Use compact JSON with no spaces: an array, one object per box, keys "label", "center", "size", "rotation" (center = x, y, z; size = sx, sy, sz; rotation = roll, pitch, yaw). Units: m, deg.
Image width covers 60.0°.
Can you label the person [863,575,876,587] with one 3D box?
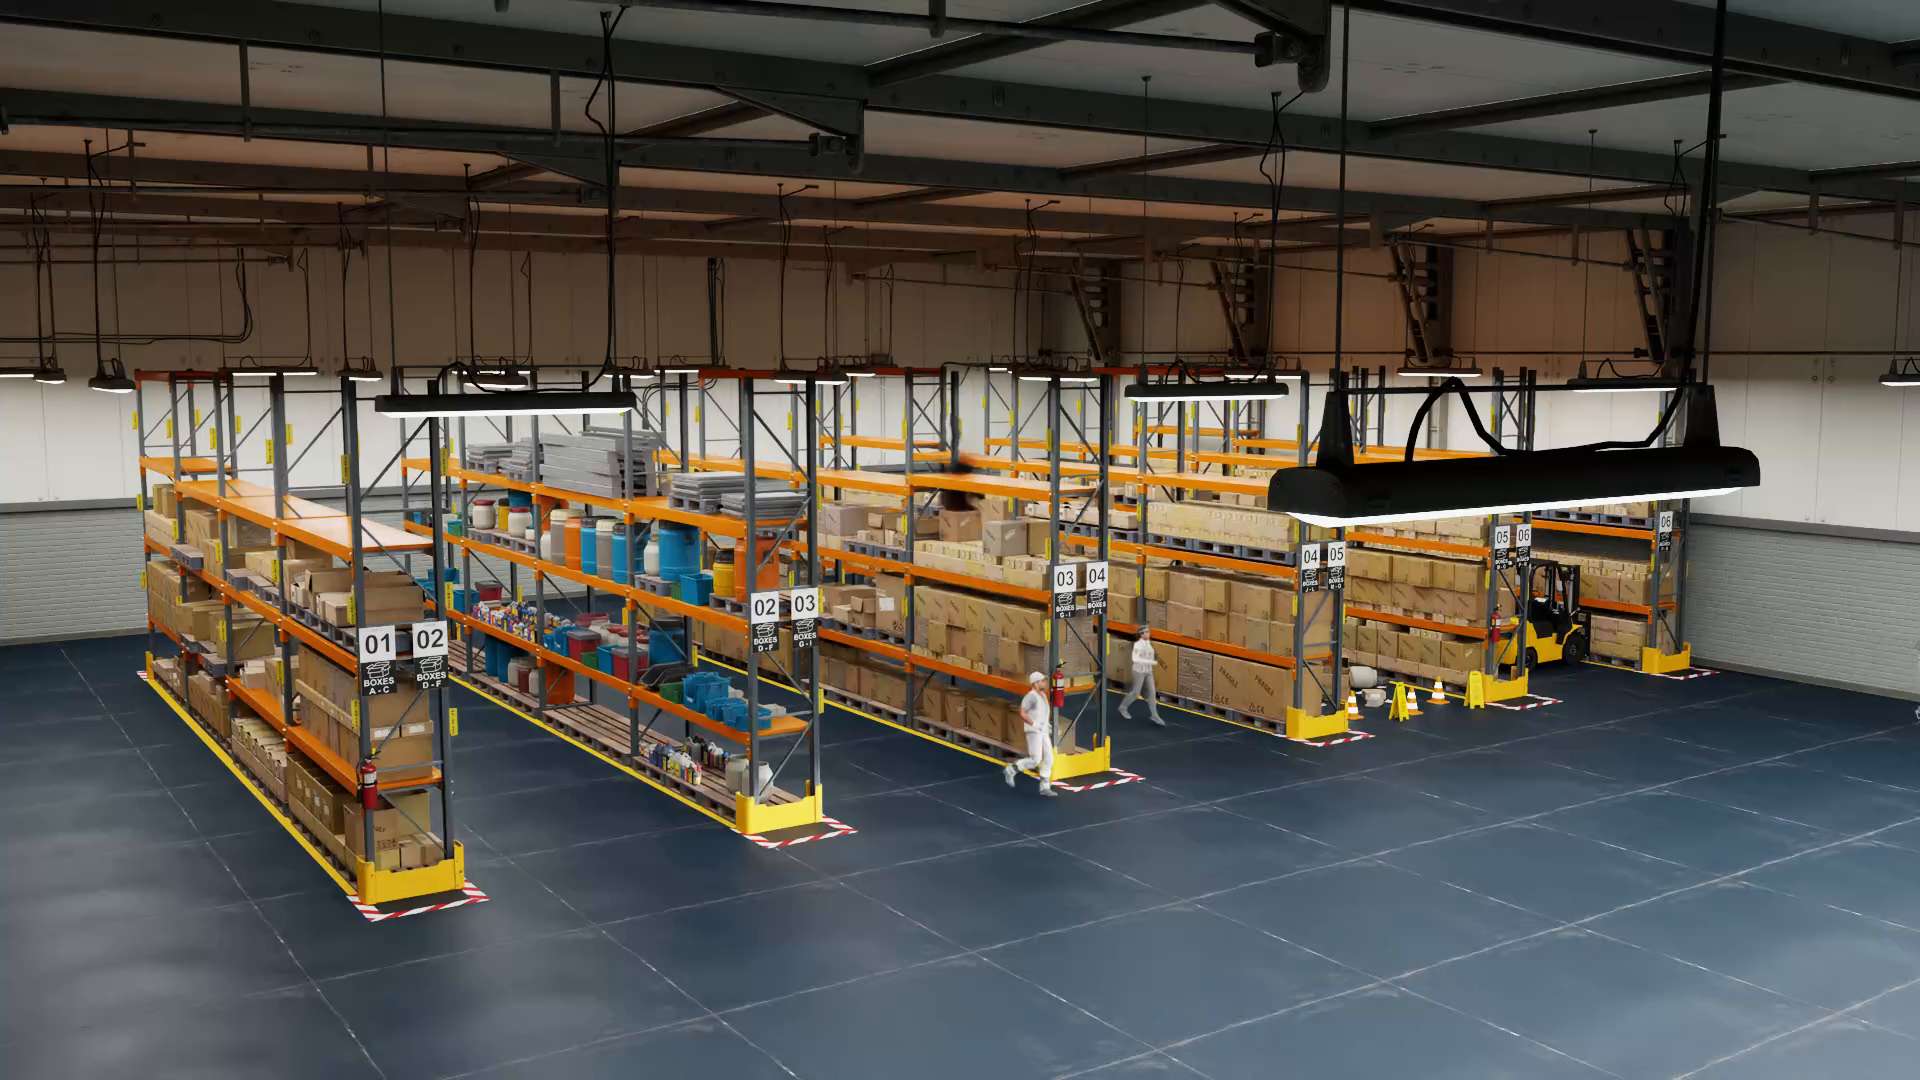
[{"label":"person","center":[-2.268,0.729,42.910],"size":[0.800,1.569,0.573],"rotation":[-3,7,-27]}]

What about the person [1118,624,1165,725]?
[{"label":"person","center":[3.097,2.276,28.395],"size":[0.885,1.707,0.603],"rotation":[5,8,39]}]

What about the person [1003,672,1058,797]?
[{"label":"person","center":[1.111,2.767,23.945],"size":[0.865,1.735,0.718],"rotation":[3,7,28]}]
